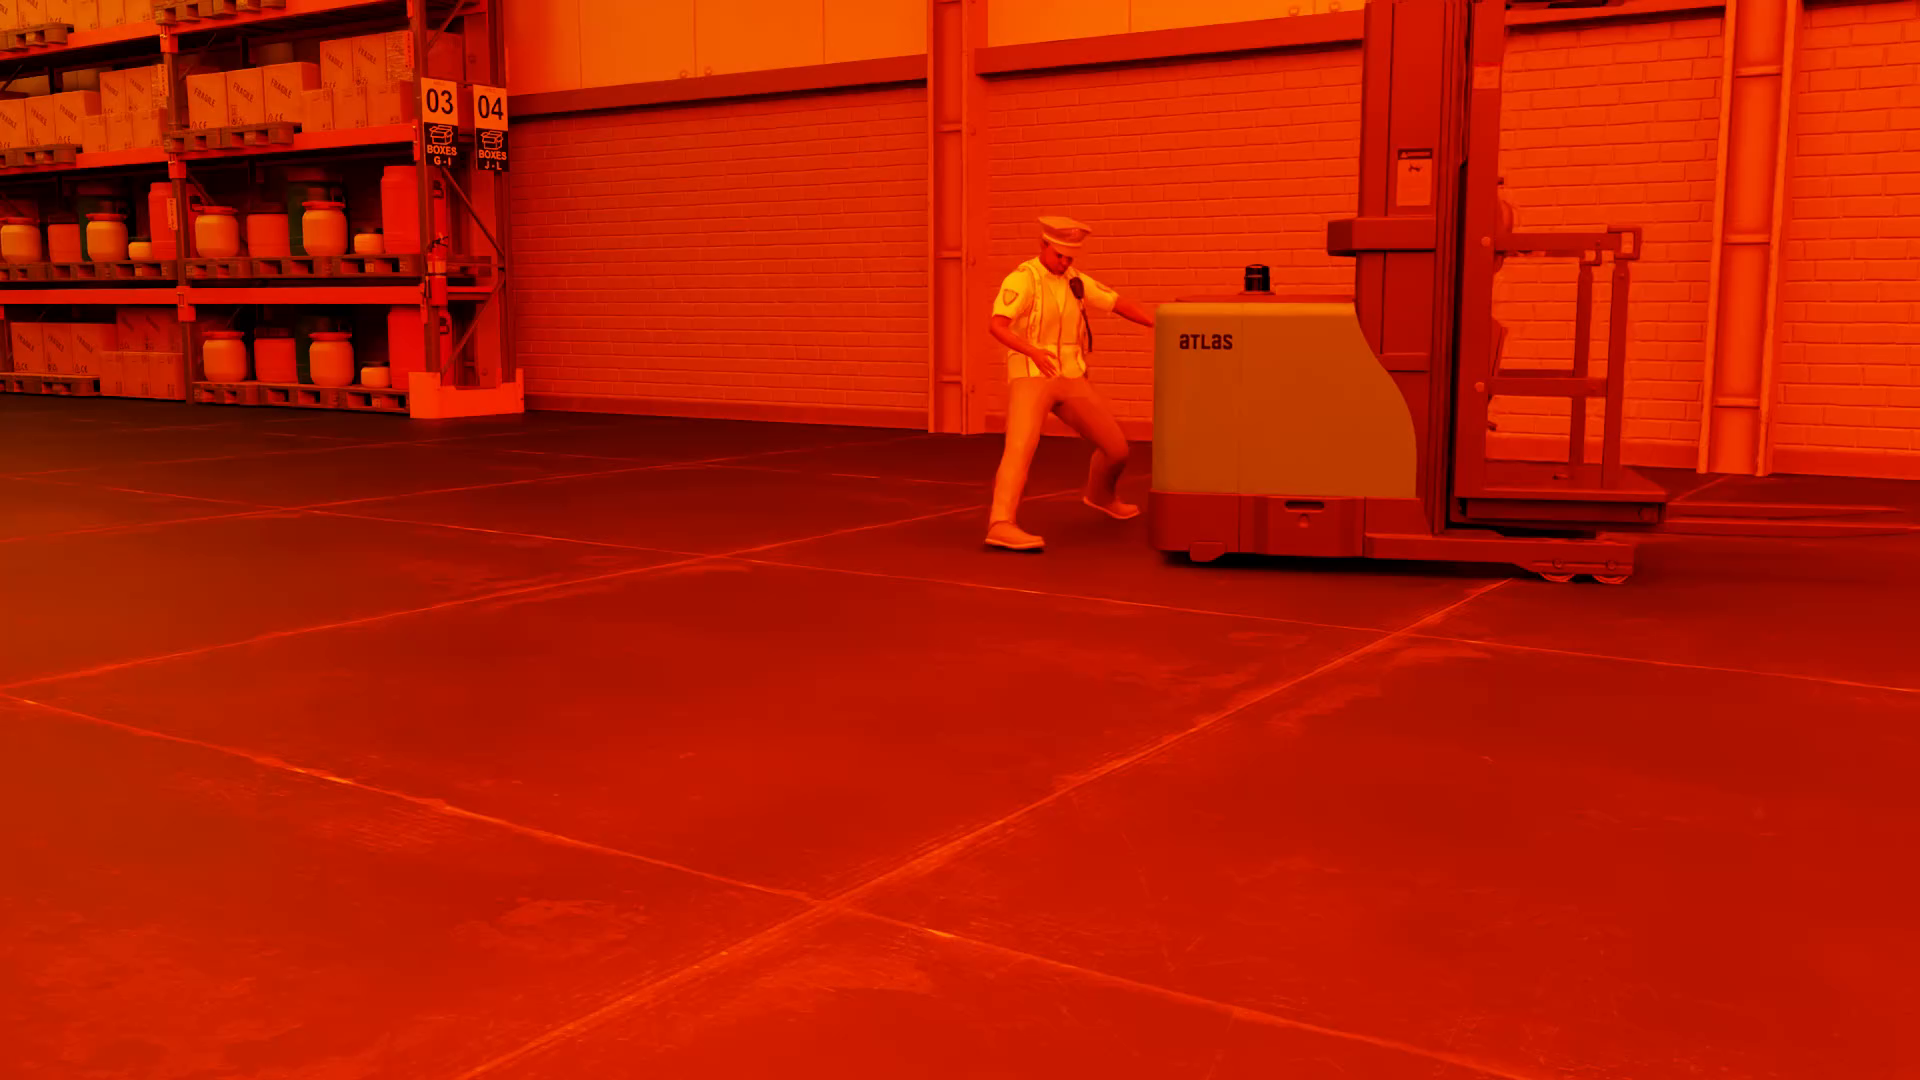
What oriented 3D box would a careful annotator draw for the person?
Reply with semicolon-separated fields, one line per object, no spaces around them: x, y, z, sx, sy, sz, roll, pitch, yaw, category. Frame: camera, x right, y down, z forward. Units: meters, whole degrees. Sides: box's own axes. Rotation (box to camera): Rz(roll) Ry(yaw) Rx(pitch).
0.530;-0.755;7.709;1.201;1.474;0.890;-5;9;-30;person

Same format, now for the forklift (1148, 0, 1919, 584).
2.351;-1.363;6.775;3.031;2.935;1.130;2;8;13;forklift
